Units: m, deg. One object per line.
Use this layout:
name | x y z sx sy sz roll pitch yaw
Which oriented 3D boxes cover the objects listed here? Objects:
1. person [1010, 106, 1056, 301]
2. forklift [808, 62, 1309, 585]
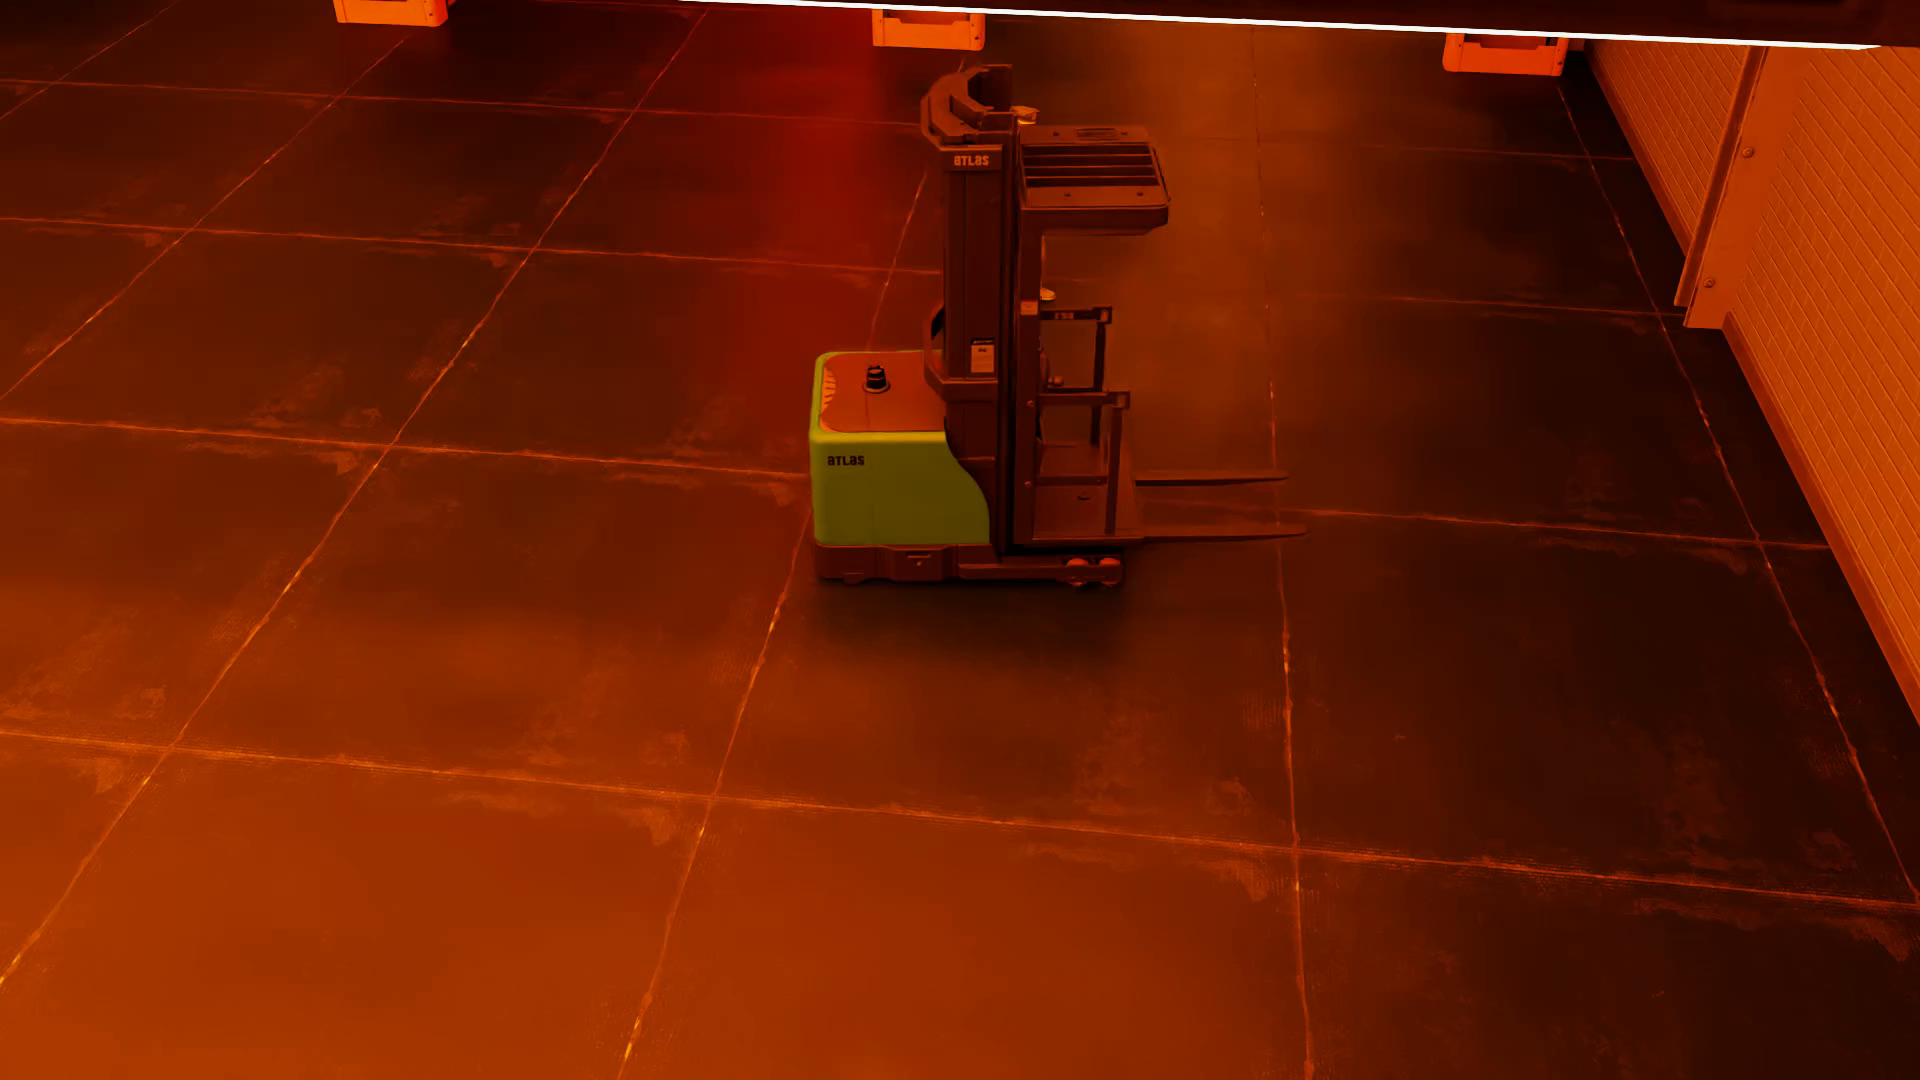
person | 0.340 -2.518 12.608 0.812 1.651 0.441 -8 37 -10
forklift | 0.616 -1.220 9.684 3.031 2.935 1.130 -1 36 -1
